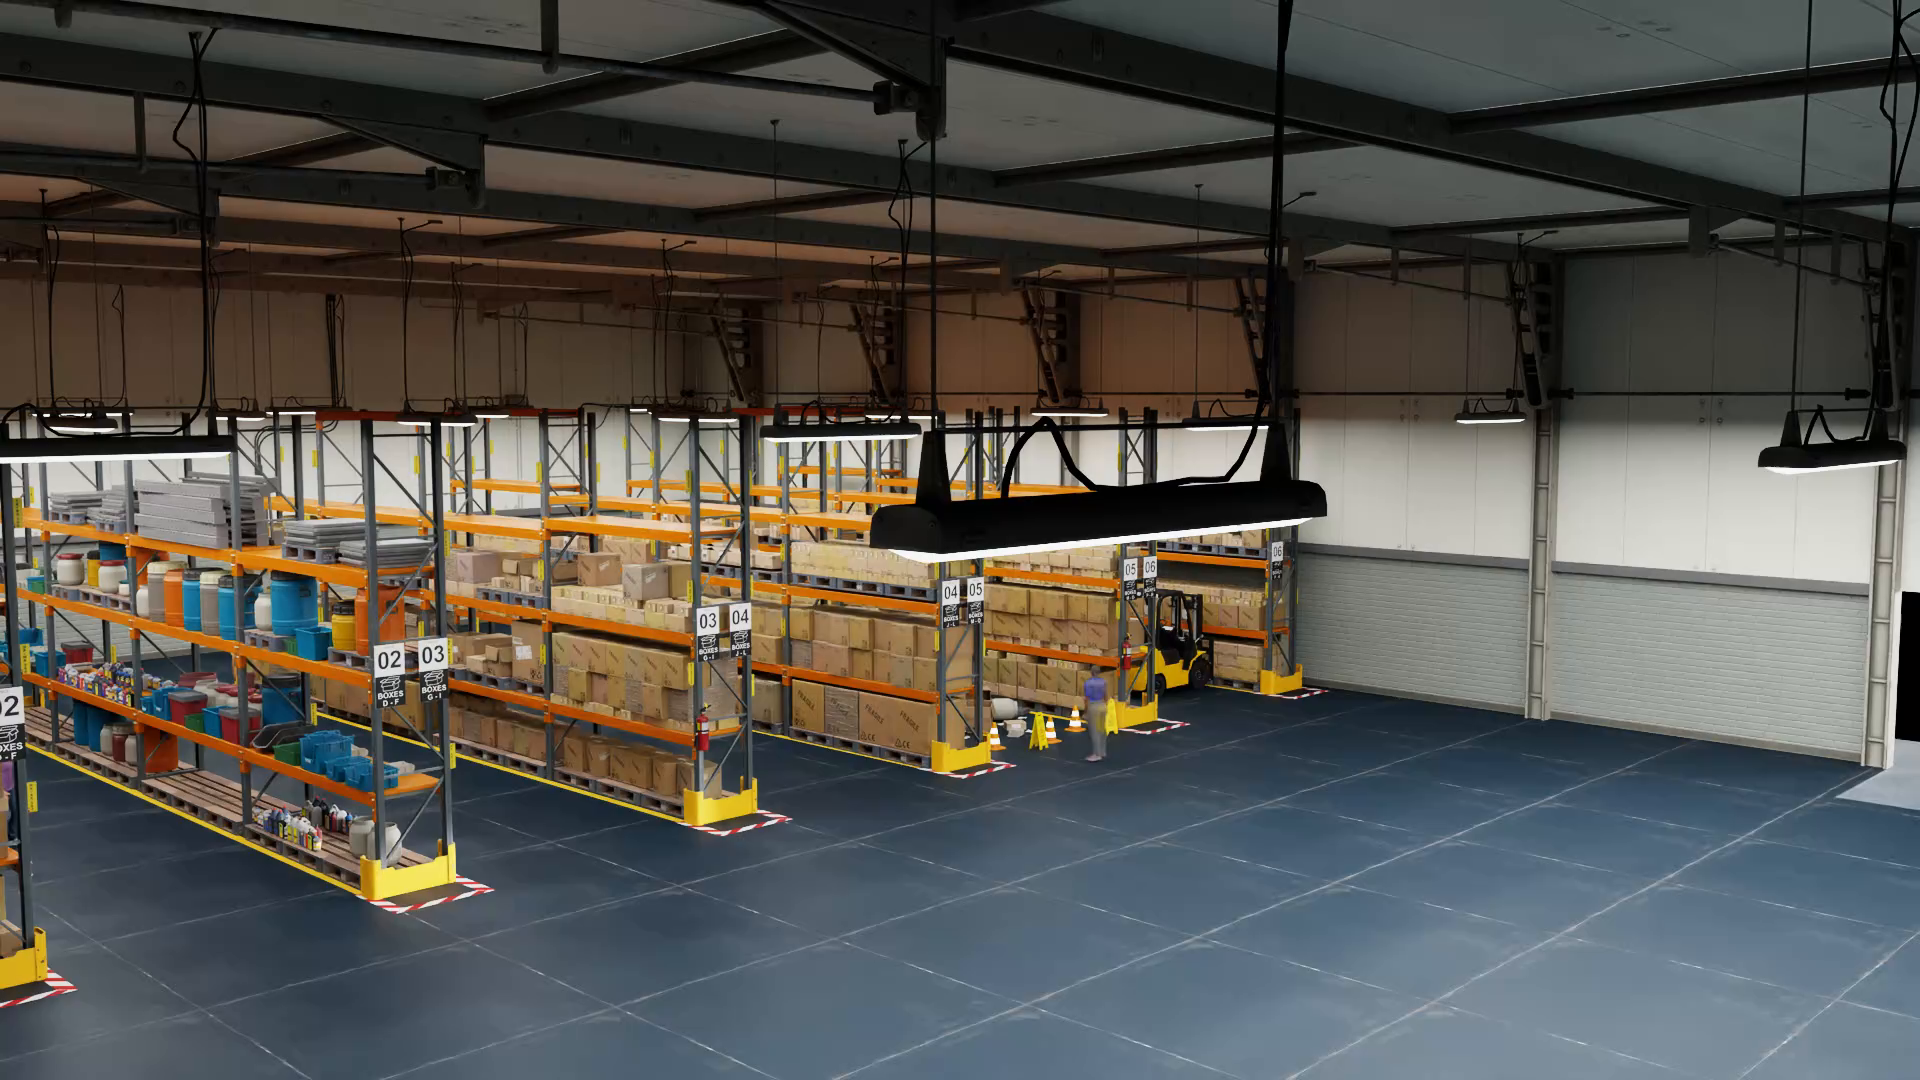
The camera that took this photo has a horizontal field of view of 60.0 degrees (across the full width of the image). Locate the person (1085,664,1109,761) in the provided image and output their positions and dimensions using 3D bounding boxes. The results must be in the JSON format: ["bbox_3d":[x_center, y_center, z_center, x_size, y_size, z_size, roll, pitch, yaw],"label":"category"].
[{"bbox_3d":[2.368,2.979,28.701,0.542,1.675,0.386,-4,6,-36],"label":"person"}]

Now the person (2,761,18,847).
[{"bbox_3d":[-13.420,3.485,23.259,0.847,1.543,0.378,3,6,34],"label":"person"}]

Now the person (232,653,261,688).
[{"bbox_3d":[-14.039,2.598,32.749,0.526,1.612,1.015,-4,7,-40],"label":"person"}]
